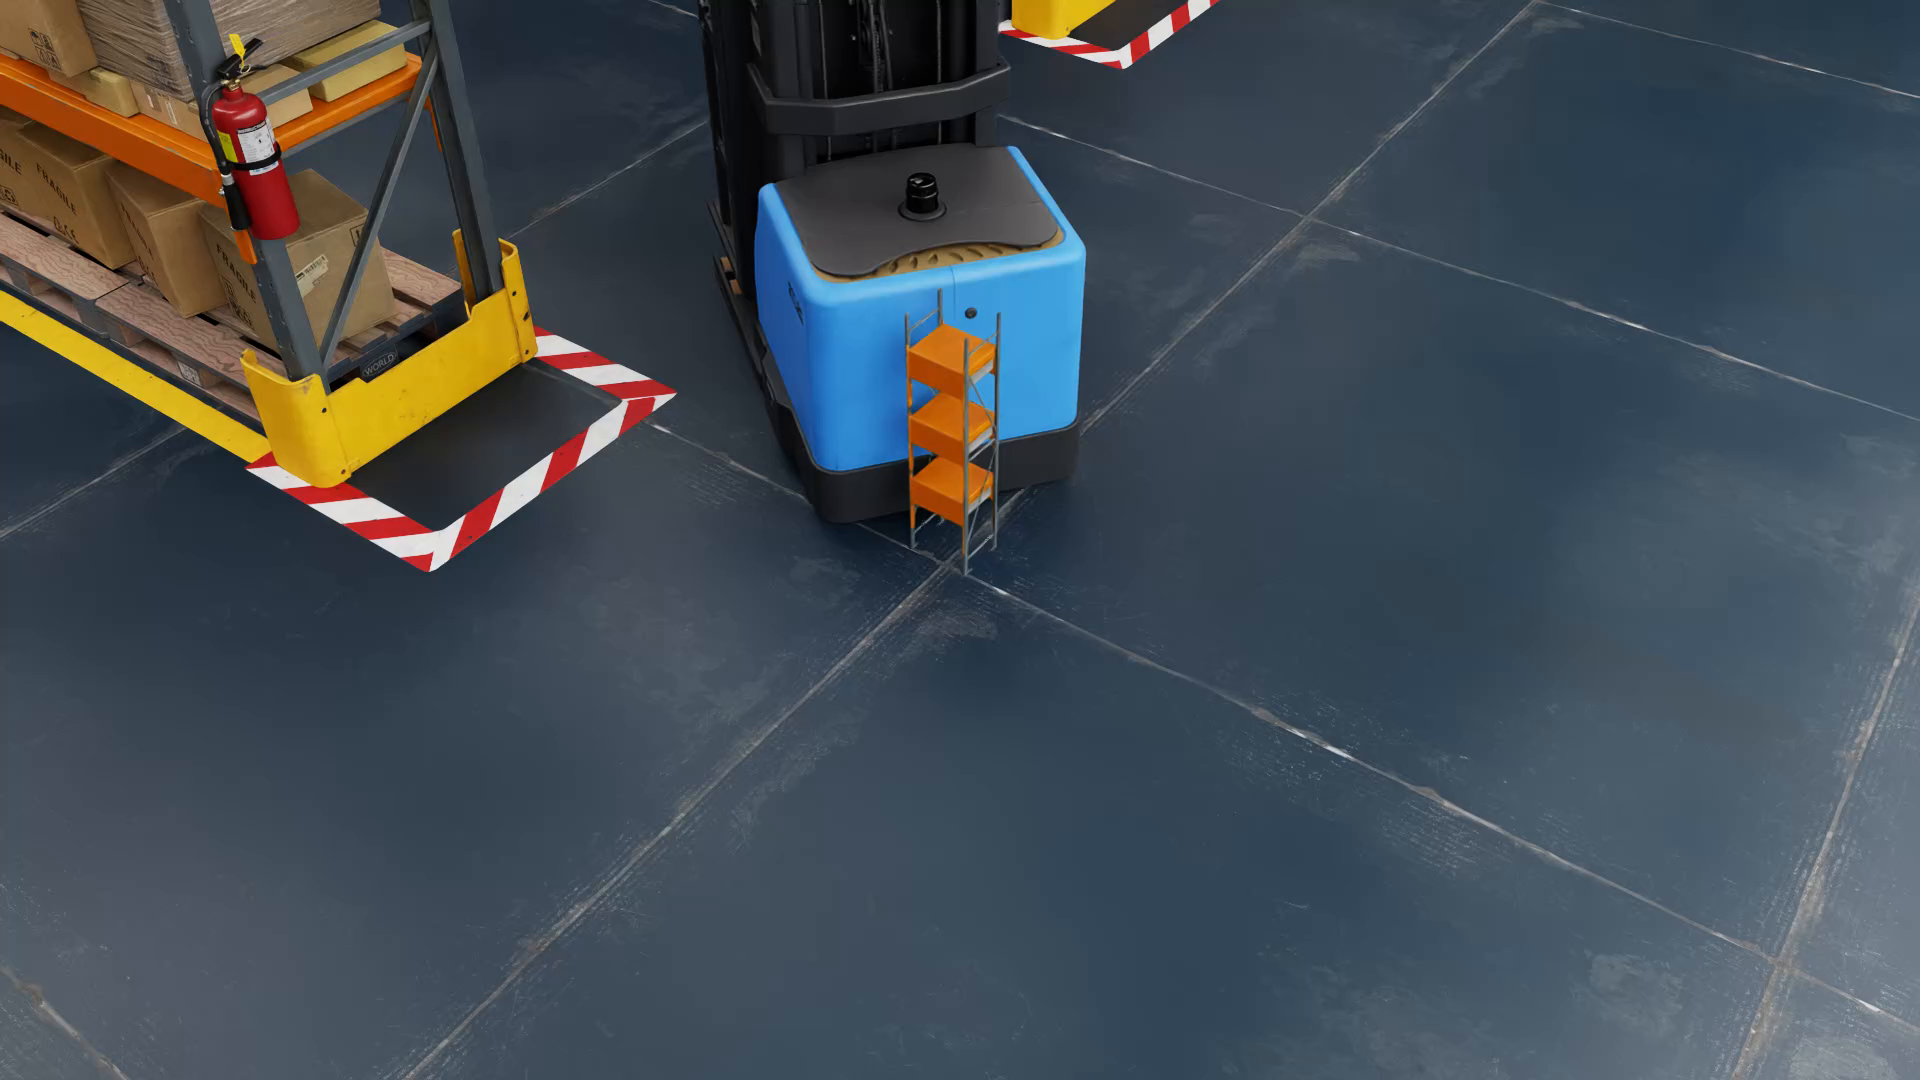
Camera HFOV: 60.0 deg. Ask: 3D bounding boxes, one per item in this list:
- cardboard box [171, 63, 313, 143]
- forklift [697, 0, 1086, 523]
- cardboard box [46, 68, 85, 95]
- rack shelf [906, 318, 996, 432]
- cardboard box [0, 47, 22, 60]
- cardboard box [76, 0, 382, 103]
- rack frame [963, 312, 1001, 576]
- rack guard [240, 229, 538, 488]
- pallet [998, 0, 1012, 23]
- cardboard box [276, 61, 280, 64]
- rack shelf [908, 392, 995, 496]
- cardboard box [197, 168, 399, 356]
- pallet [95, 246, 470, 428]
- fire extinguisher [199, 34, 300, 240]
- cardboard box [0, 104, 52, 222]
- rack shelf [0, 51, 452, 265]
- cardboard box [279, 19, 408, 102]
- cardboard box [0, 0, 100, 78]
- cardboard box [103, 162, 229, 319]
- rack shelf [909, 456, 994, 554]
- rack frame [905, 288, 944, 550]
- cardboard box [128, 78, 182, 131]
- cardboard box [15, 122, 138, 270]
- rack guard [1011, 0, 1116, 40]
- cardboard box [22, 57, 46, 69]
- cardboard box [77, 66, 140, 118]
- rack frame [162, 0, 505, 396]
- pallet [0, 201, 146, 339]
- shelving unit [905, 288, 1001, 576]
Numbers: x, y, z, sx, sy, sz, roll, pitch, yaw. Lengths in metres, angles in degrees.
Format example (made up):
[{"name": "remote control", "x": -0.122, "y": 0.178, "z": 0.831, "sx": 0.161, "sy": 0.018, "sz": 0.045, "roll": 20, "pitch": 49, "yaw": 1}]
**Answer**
[{"name": "cardboard box", "x": -2.557, "y": -1.560, "z": 5.933, "sx": 0.250, "sy": 0.149, "sz": 0.380, "roll": 25, "pitch": 48, "yaw": 25}, {"name": "forklift", "x": -0.469, "y": -2.151, "z": 6.456, "sx": 1.130, "sy": 2.935, "sz": 3.031, "roll": -12, "pitch": 43, "yaw": -13}, {"name": "cardboard box", "x": -3.192, "y": -1.828, "z": 6.232, "sx": 0.250, "sy": 0.149, "sz": 0.380, "roll": 25, "pitch": 48, "yaw": 25}, {"name": "rack shelf", "x": -0.024, "y": -0.564, "z": 5.684, "sx": 0.240, "sy": 0.259, "sz": 0.215, "roll": 26, "pitch": 48, "yaw": 26}, {"name": "cardboard box", "x": -3.590, "y": -2.030, "z": 6.457, "sx": 0.250, "sy": 0.149, "sz": 0.380, "roll": 25, "pitch": 48, "yaw": 25}, {"name": "cardboard box", "x": -2.640, "y": -2.031, "z": 5.972, "sx": 0.500, "sy": 0.500, "sz": 0.875, "roll": 25, "pitch": 48, "yaw": 25}, {"name": "rack frame", "x": 0.075, "y": -0.312, "z": 5.812, "sx": 0.008, "sy": 1.050, "sz": 0.200, "roll": 26, "pitch": 48, "yaw": 26}, {"name": "rack guard", "x": -2.268, "y": -0.755, "z": 6.719, "sx": 0.348, "sy": 0.500, "sz": 1.175, "roll": 25, "pitch": 48, "yaw": 25}, {"name": "pallet", "x": 0.026, "y": -3.551, "z": 10.060, "sx": 1.213, "sy": 0.211, "sz": 1.003, "roll": 25, "pitch": 48, "yaw": 25}, {"name": "cardboard box", "x": -2.496, "y": -1.909, "z": 6.323, "sx": 0.250, "sy": 0.149, "sz": 0.380, "roll": 25, "pitch": 48, "yaw": 25}, {"name": "rack shelf", "x": -0.024, "y": -0.353, "z": 5.873, "sx": 0.240, "sy": 0.259, "sz": 0.215, "roll": 26, "pitch": 48, "yaw": 26}, {"name": "cardboard box", "x": -2.707, "y": -1.131, "z": 6.824, "sx": 0.500, "sy": 0.500, "sz": 0.500, "roll": -33, "pitch": 51, "yaw": -31}, {"name": "pallet", "x": -2.913, "y": -0.978, "z": 7.184, "sx": 1.213, "sy": 0.211, "sz": 1.003, "roll": 25, "pitch": 48, "yaw": 25}, {"name": "fire extinguisher", "x": -2.376, "y": -1.333, "z": 5.548, "sx": 0.183, "sy": 0.674, "sz": 0.296, "roll": 25, "pitch": 48, "yaw": 25}, {"name": "cardboard box", "x": -4.149, "y": -1.829, "z": 7.604, "sx": 0.500, "sy": 0.500, "sz": 0.500, "roll": 21, "pitch": 46, "yaw": 22}, {"name": "rack shelf", "x": -3.843, "y": -2.155, "z": 6.949, "sx": 4.000, "sy": 0.370, "sz": 1.077, "roll": 25, "pitch": 48, "yaw": 25}, {"name": "cardboard box", "x": -2.302, "y": -1.803, "z": 6.204, "sx": 0.250, "sy": 0.149, "sz": 0.380, "roll": 25, "pitch": 48, "yaw": 25}, {"name": "cardboard box", "x": -3.118, "y": -2.157, "z": 6.113, "sx": 0.500, "sy": 0.500, "sz": 0.875, "roll": 25, "pitch": 48, "yaw": 25}, {"name": "cardboard box", "x": -3.216, "y": -1.341, "z": 7.059, "sx": 0.500, "sy": 0.500, "sz": 0.500, "roll": -29, "pitch": 49, "yaw": -28}, {"name": "rack shelf", "x": -0.024, "y": -0.146, "z": 6.058, "sx": 0.240, "sy": 0.259, "sz": 0.215, "roll": 26, "pitch": 48, "yaw": 26}, {"name": "rack frame", "x": -0.122, "y": -0.409, "z": 5.920, "sx": 0.008, "sy": 1.050, "sz": 0.200, "roll": 26, "pitch": 48, "yaw": 26}, {"name": "cardboard box", "x": -2.762, "y": -1.656, "z": 6.040, "sx": 0.250, "sy": 0.149, "sz": 0.380, "roll": 25, "pitch": 48, "yaw": 25}, {"name": "cardboard box", "x": -3.718, "y": -1.591, "z": 7.338, "sx": 0.500, "sy": 0.500, "sz": 0.500, "roll": 30, "pitch": 50, "yaw": 29}, {"name": "rack guard", "x": 0.745, "y": -3.386, "z": 9.659, "sx": 0.348, "sy": 0.500, "sz": 1.175, "roll": 25, "pitch": 48, "yaw": 25}, {"name": "cardboard box", "x": -3.373, "y": -1.946, "z": 6.364, "sx": 0.250, "sy": 0.149, "sz": 0.380, "roll": 25, "pitch": 48, "yaw": 25}, {"name": "cardboard box", "x": -2.996, "y": -1.724, "z": 6.116, "sx": 0.250, "sy": 0.149, "sz": 0.380, "roll": 25, "pitch": 48, "yaw": 25}, {"name": "rack frame", "x": -2.205, "y": -1.657, "z": 5.853, "sx": 0.127, "sy": 3.000, "sz": 1.000, "roll": 25, "pitch": 48, "yaw": 25}, {"name": "pallet", "x": -3.907, "y": -1.445, "z": 7.707, "sx": 1.213, "sy": 0.211, "sz": 1.003, "roll": 25, "pitch": 48, "yaw": 25}, {"name": "shelving unit", "x": -0.024, "y": -0.361, "z": 5.866, "sx": 0.252, "sy": 1.050, "sz": 0.215, "roll": 26, "pitch": 48, "yaw": 26}]
